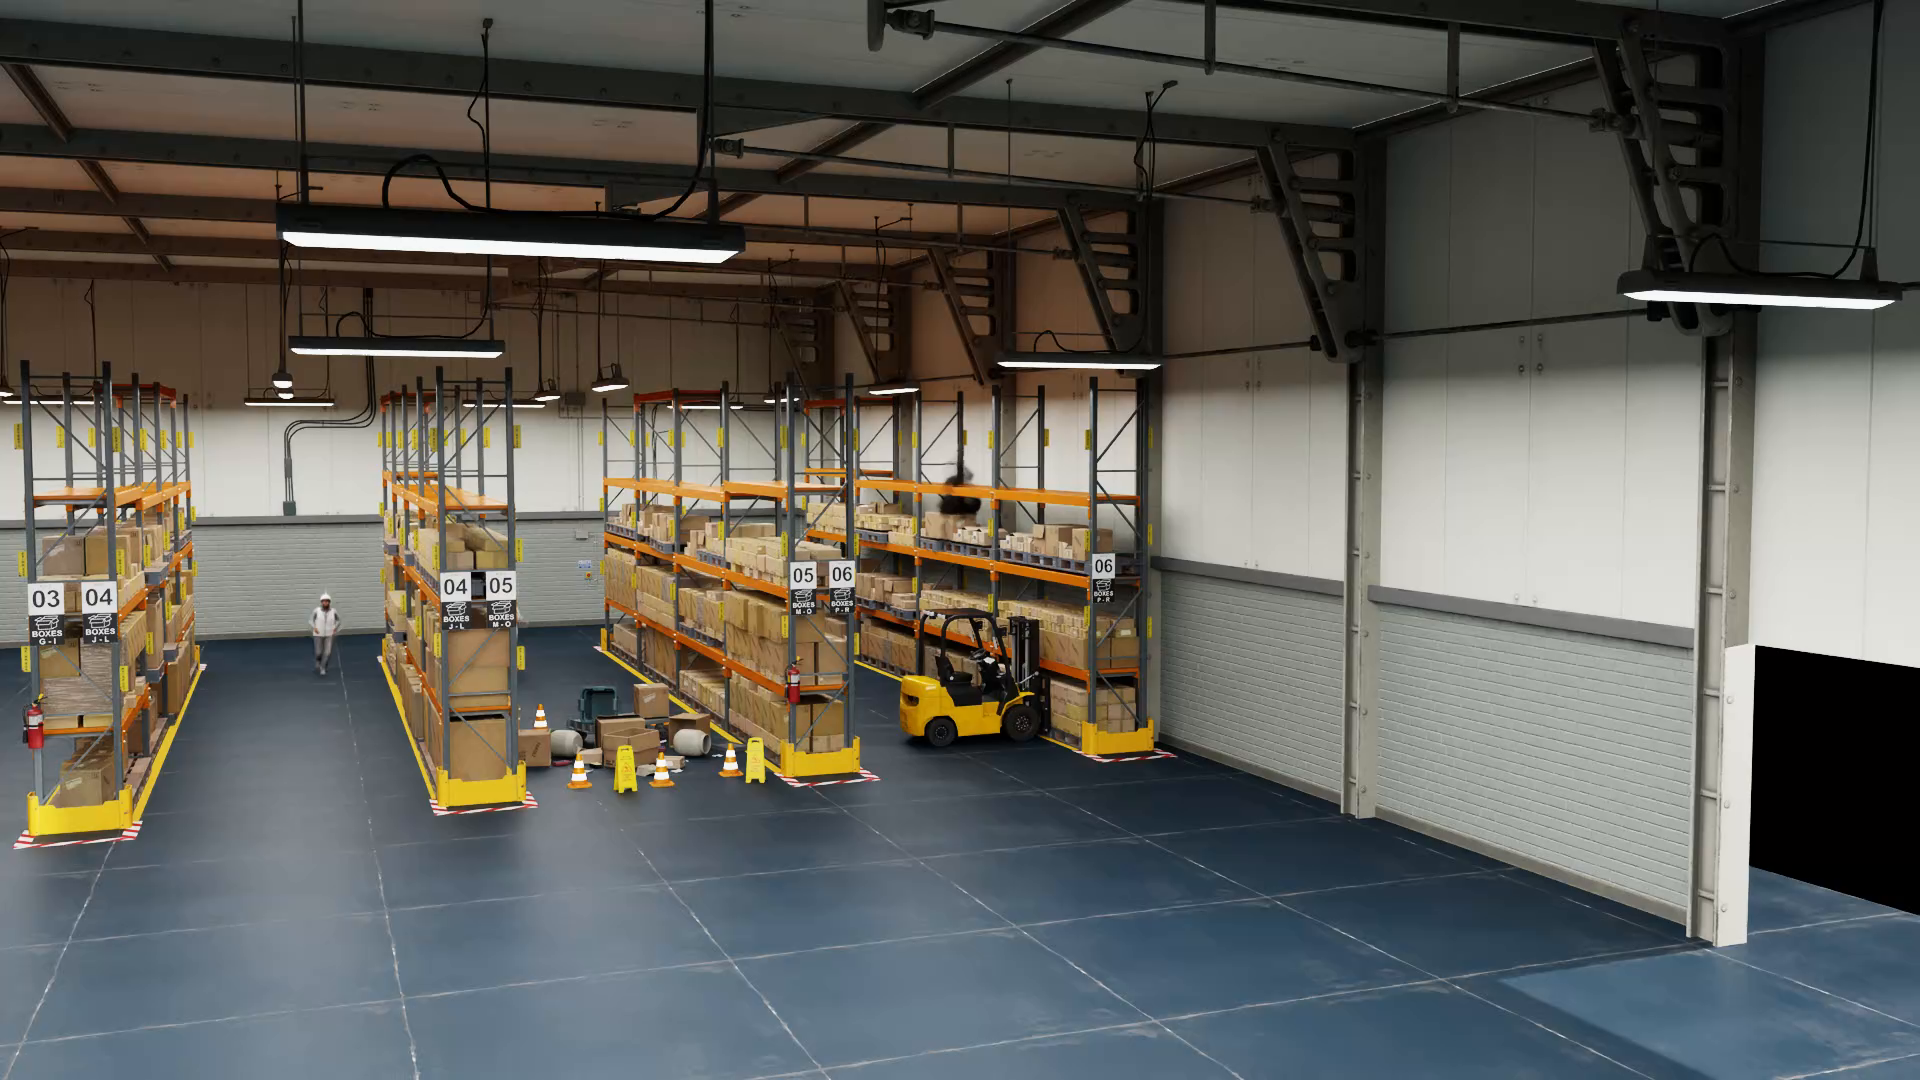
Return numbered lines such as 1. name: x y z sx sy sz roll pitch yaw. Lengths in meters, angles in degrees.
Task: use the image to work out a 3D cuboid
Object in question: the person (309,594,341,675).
1. person: -13.574 2.015 35.556 0.649 1.721 0.597 -1 4 -23
